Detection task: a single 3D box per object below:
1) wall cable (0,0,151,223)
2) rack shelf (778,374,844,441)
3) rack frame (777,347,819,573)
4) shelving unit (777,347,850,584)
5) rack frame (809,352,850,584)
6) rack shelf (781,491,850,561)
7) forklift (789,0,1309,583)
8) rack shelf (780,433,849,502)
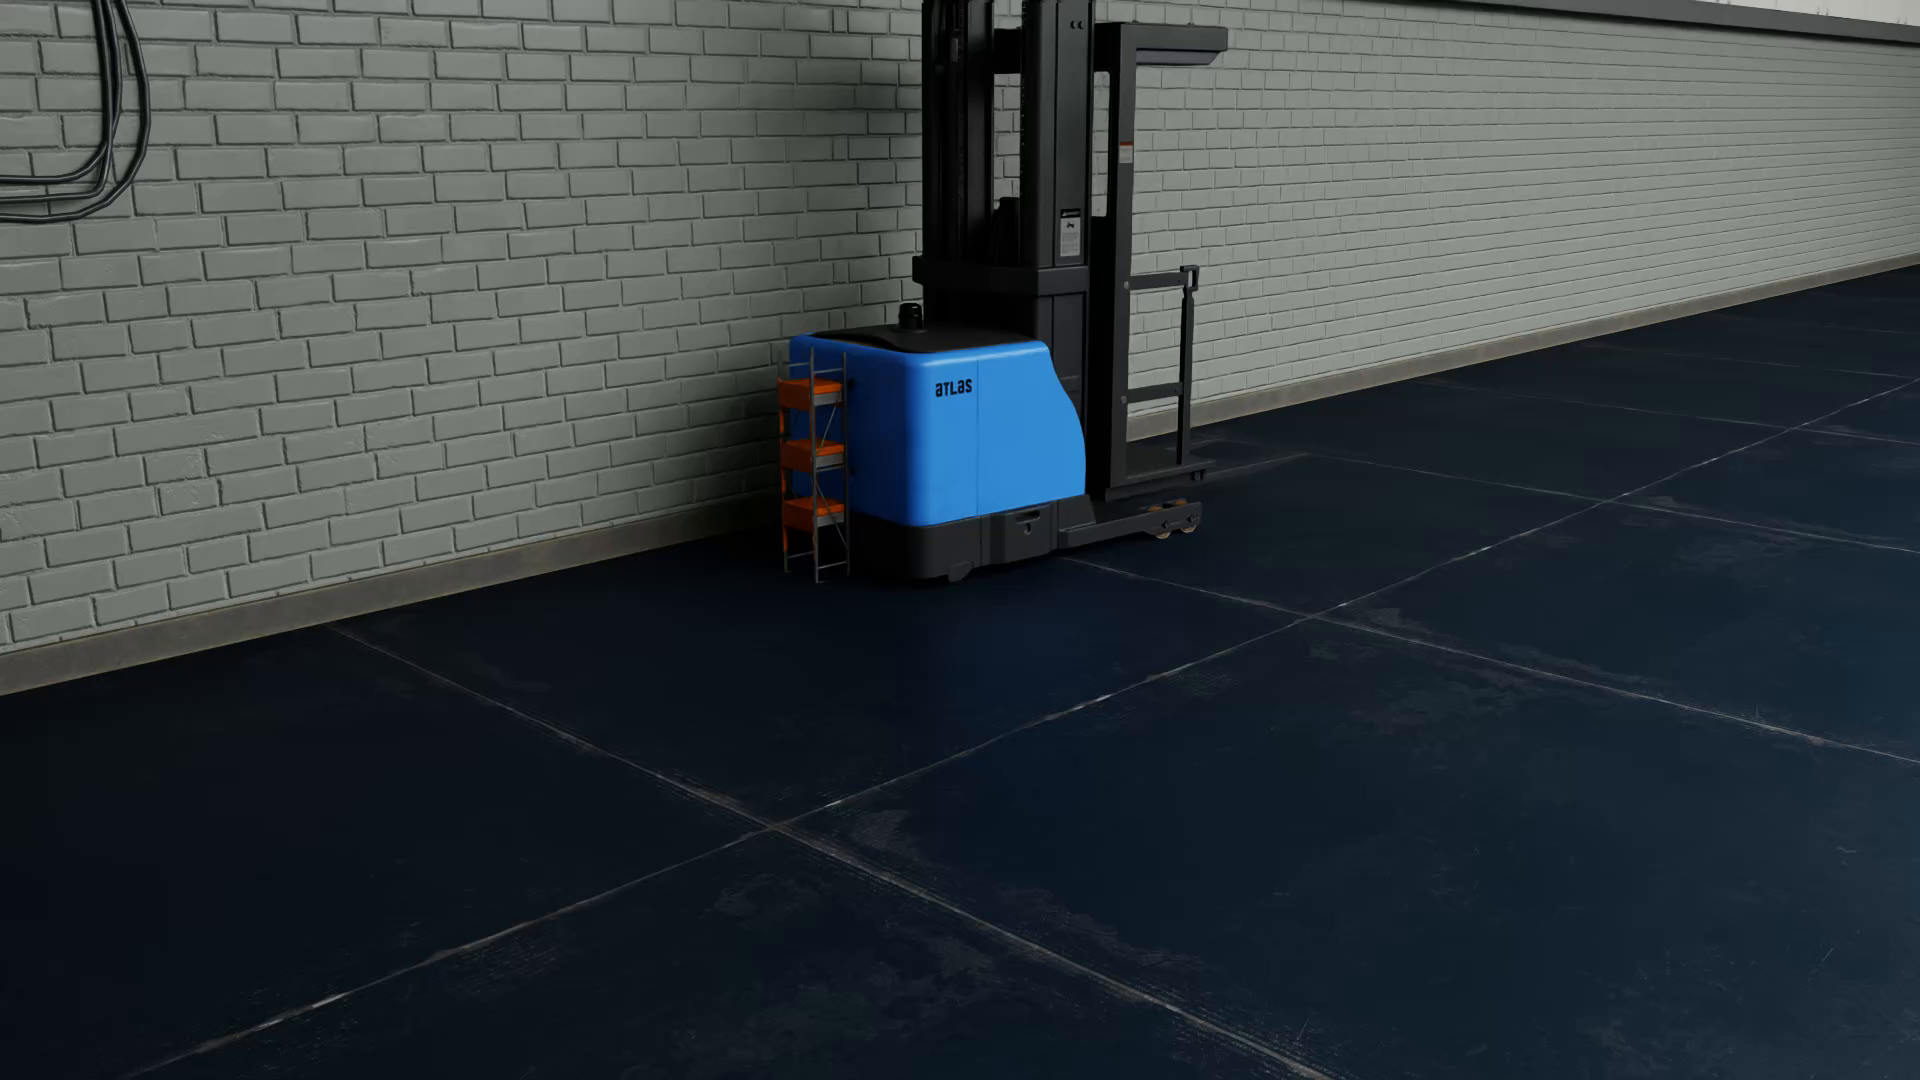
[{"bbox_3d":[-4.073,-2.130,4.910,0.112,2.526,3.097,14,20,42],"label":"wall cable"},{"bbox_3d":[-0.673,-0.610,7.597,0.215,0.259,0.240,-13,19,-40],"label":"rack shelf"},{"bbox_3d":[-0.753,-0.369,7.755,0.200,1.050,0.008,-13,19,-40],"label":"rack frame"},{"bbox_3d":[-0.672,-0.346,7.666,0.215,1.050,0.252,-13,19,-40],"label":"shelving unit"},{"bbox_3d":[-0.592,-0.323,7.578,0.200,1.050,0.008,-13,19,-40],"label":"rack frame"},{"bbox_3d":[-0.672,-0.067,7.739,0.215,0.259,0.240,-13,19,-40],"label":"rack shelf"},{"bbox_3d":[0.614,-1.511,8.409,3.031,2.935,1.130,-12,19,-39],"label":"forklift"},{"bbox_3d":[-0.672,-0.335,7.669,0.215,0.259,0.240,-13,19,-40],"label":"rack shelf"}]
